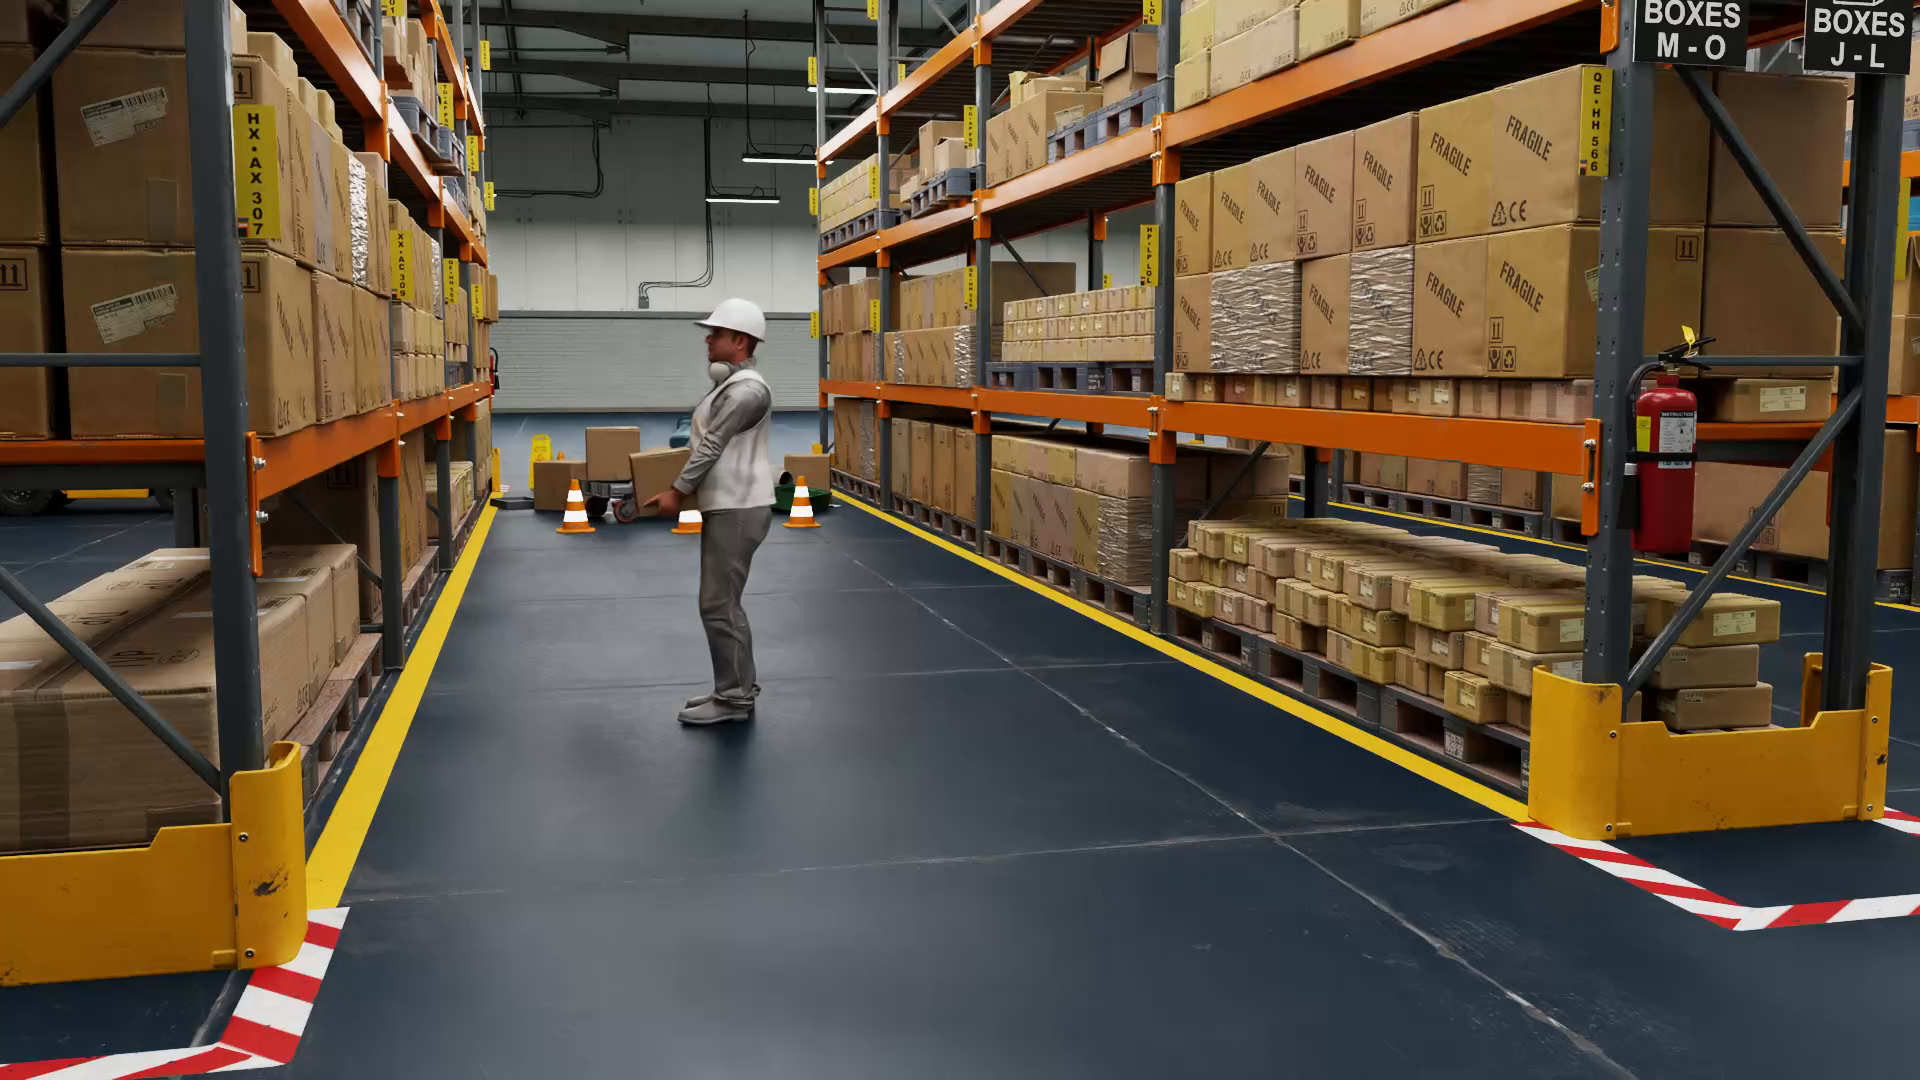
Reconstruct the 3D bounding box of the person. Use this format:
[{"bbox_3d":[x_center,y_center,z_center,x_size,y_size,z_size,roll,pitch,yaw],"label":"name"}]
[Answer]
[{"bbox_3d":[-1.055,-0.121,6.987,0.556,1.770,0.495,-1,6,-13],"label":"person"}]
